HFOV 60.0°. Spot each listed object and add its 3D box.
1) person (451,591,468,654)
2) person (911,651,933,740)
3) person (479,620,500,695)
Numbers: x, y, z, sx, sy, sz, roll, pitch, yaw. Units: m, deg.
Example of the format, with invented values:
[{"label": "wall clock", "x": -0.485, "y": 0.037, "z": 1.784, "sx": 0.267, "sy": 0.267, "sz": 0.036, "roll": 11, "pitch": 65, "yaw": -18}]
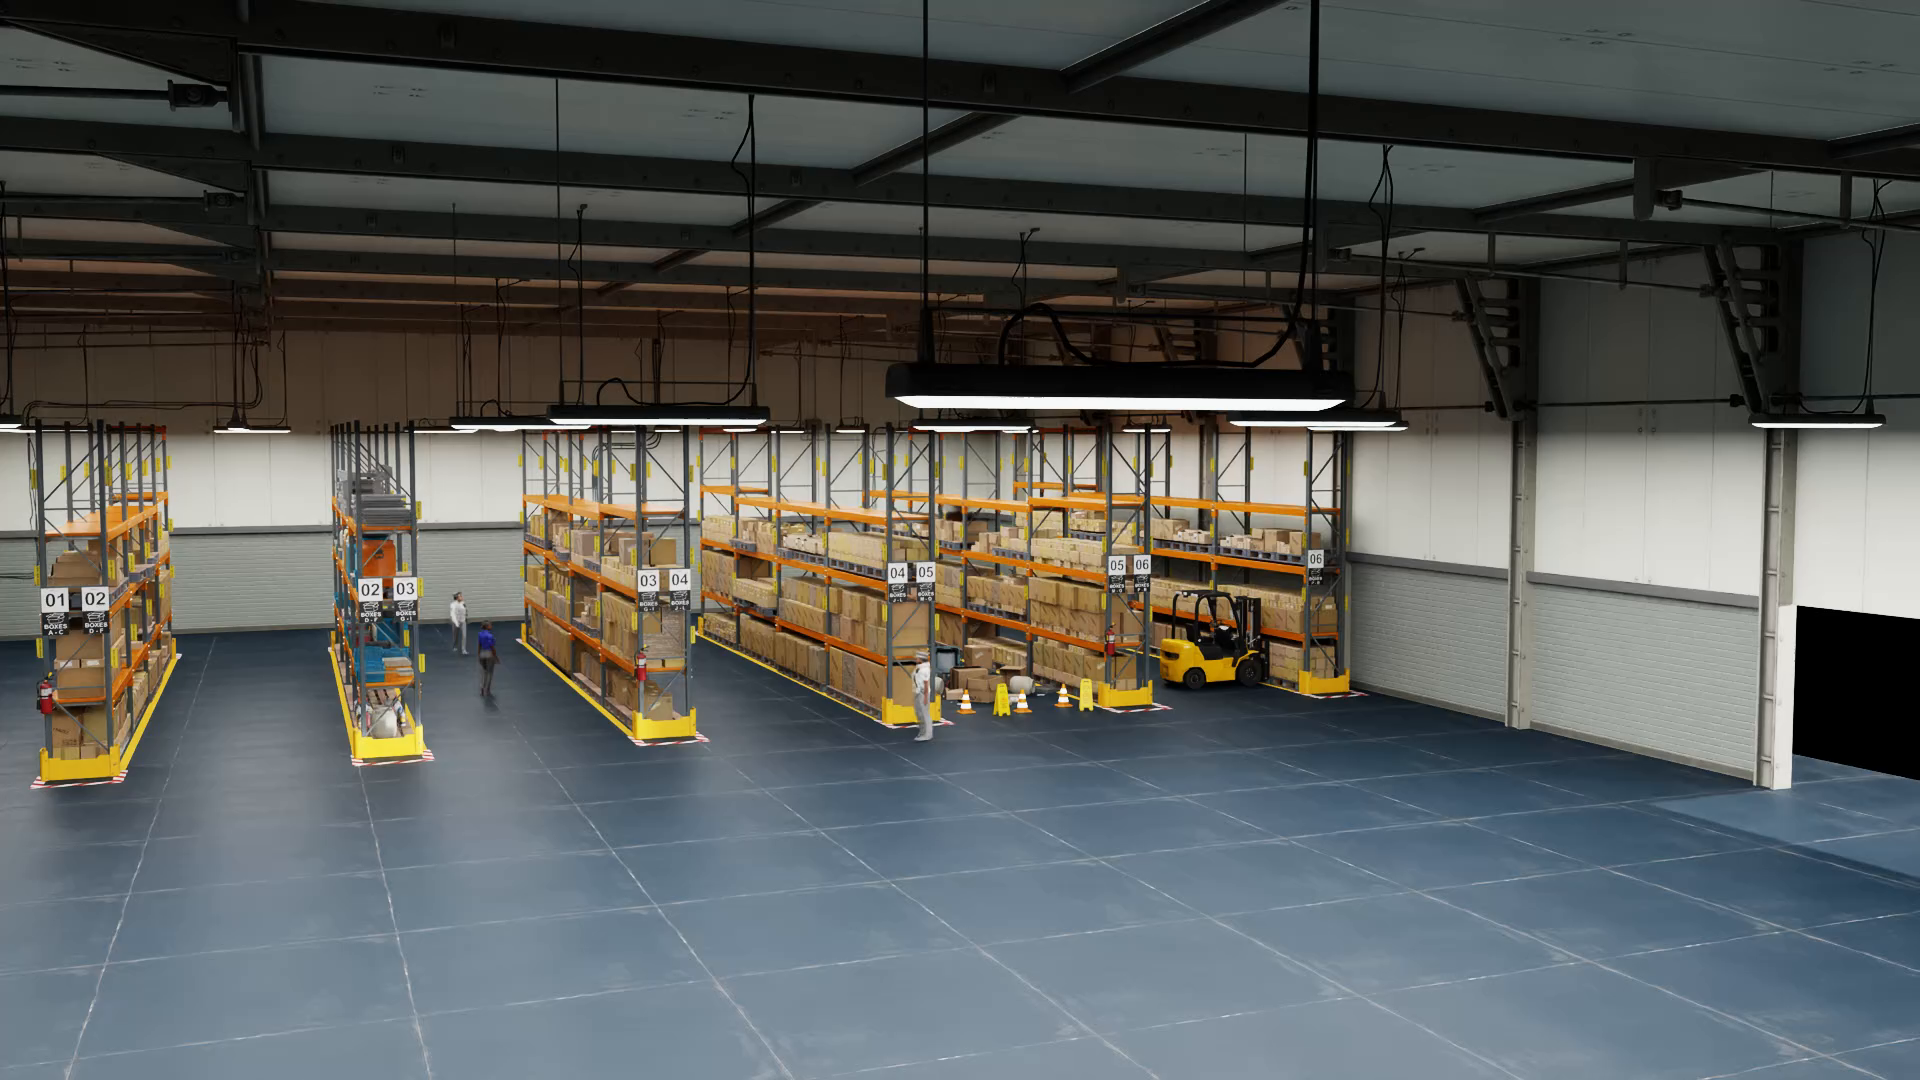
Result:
[{"label": "person", "x": -13.164, "y": 2.160, "z": 43.692, "sx": 0.433, "sy": 1.637, "sz": 0.959, "roll": -2, "pitch": 4, "yaw": -25}, {"label": "person", "x": -0.735, "y": 2.939, "z": 31.323, "sx": 0.379, "sy": 1.724, "sz": 0.569, "roll": -2, "pitch": 4, "yaw": -25}, {"label": "person", "x": -10.402, "y": 2.607, "z": 36.699, "sx": 0.487, "sy": 1.690, "sz": 0.462, "roll": 1, "pitch": 4, "yaw": 15}]
